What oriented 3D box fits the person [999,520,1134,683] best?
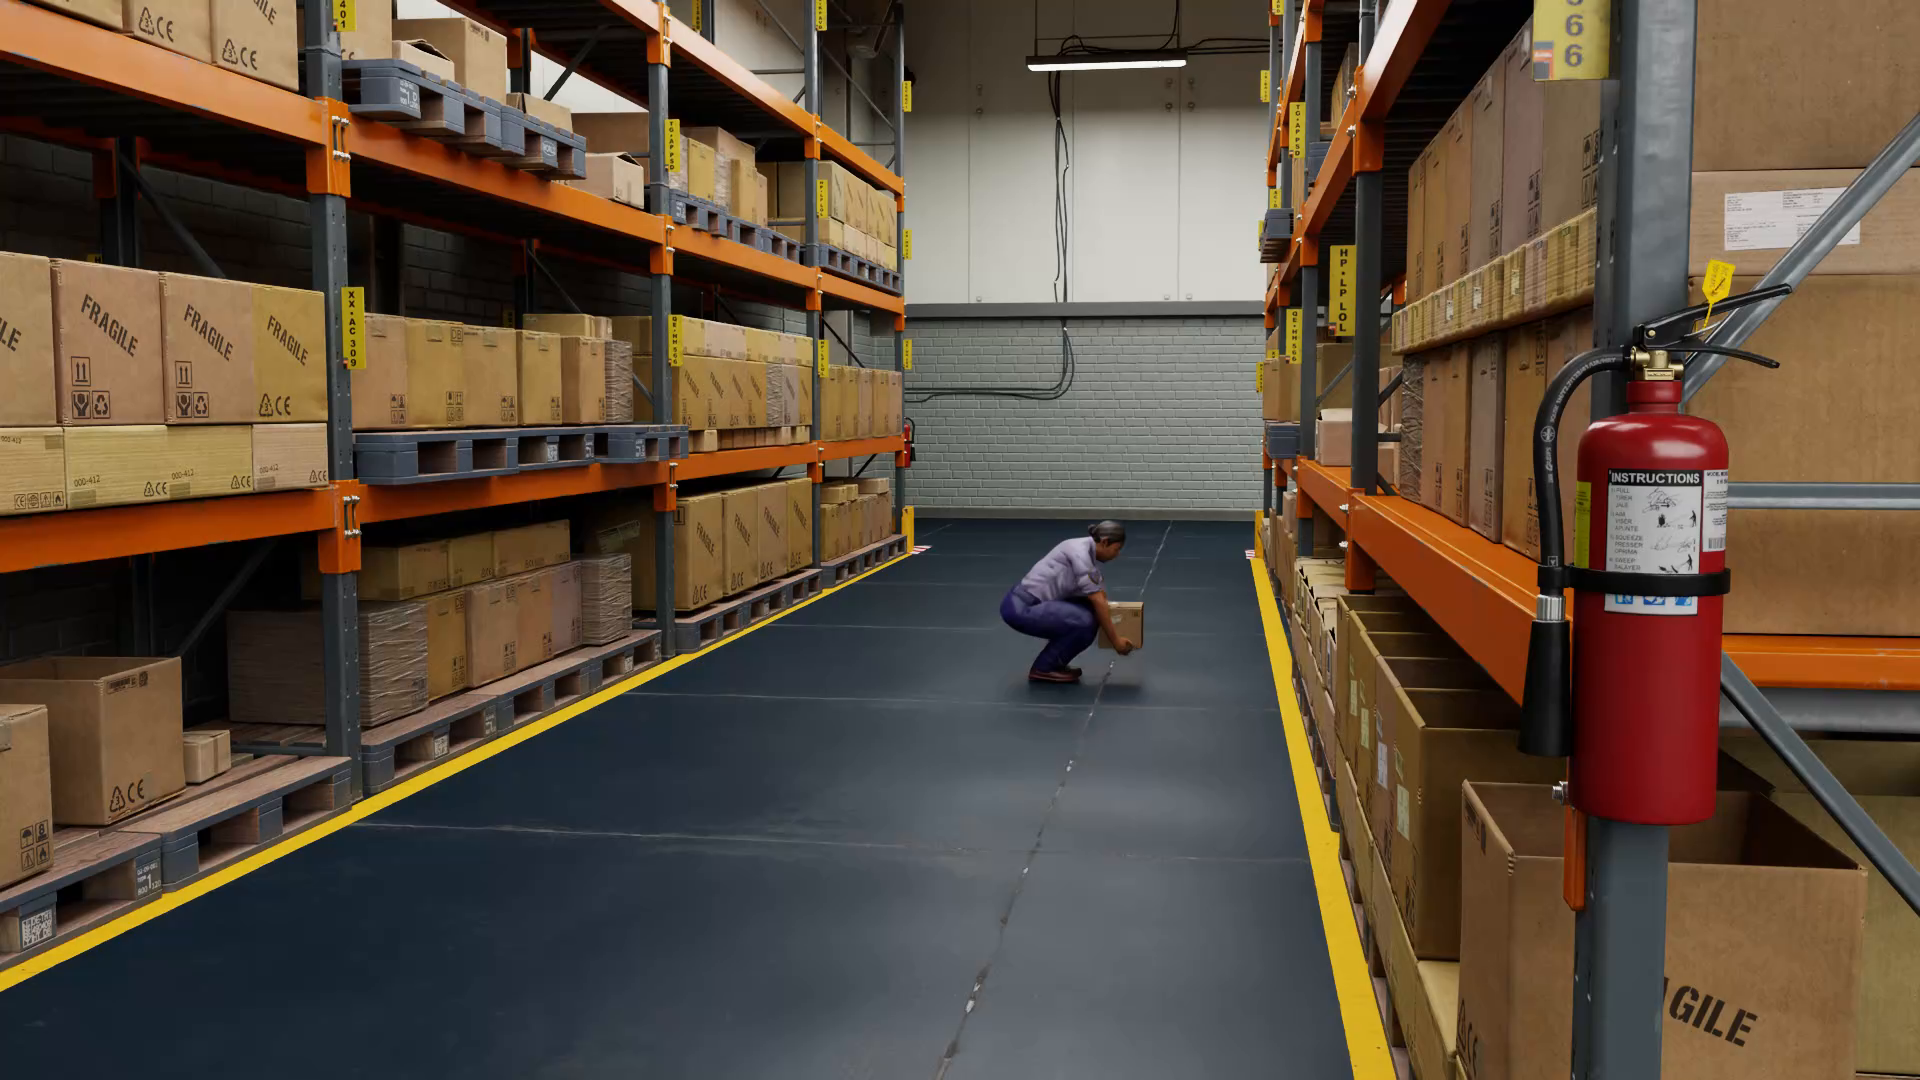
[{"bbox_3d":[0.647,0.363,9.916,0.810,0.955,0.498,1,5,7],"label":"person"}]
